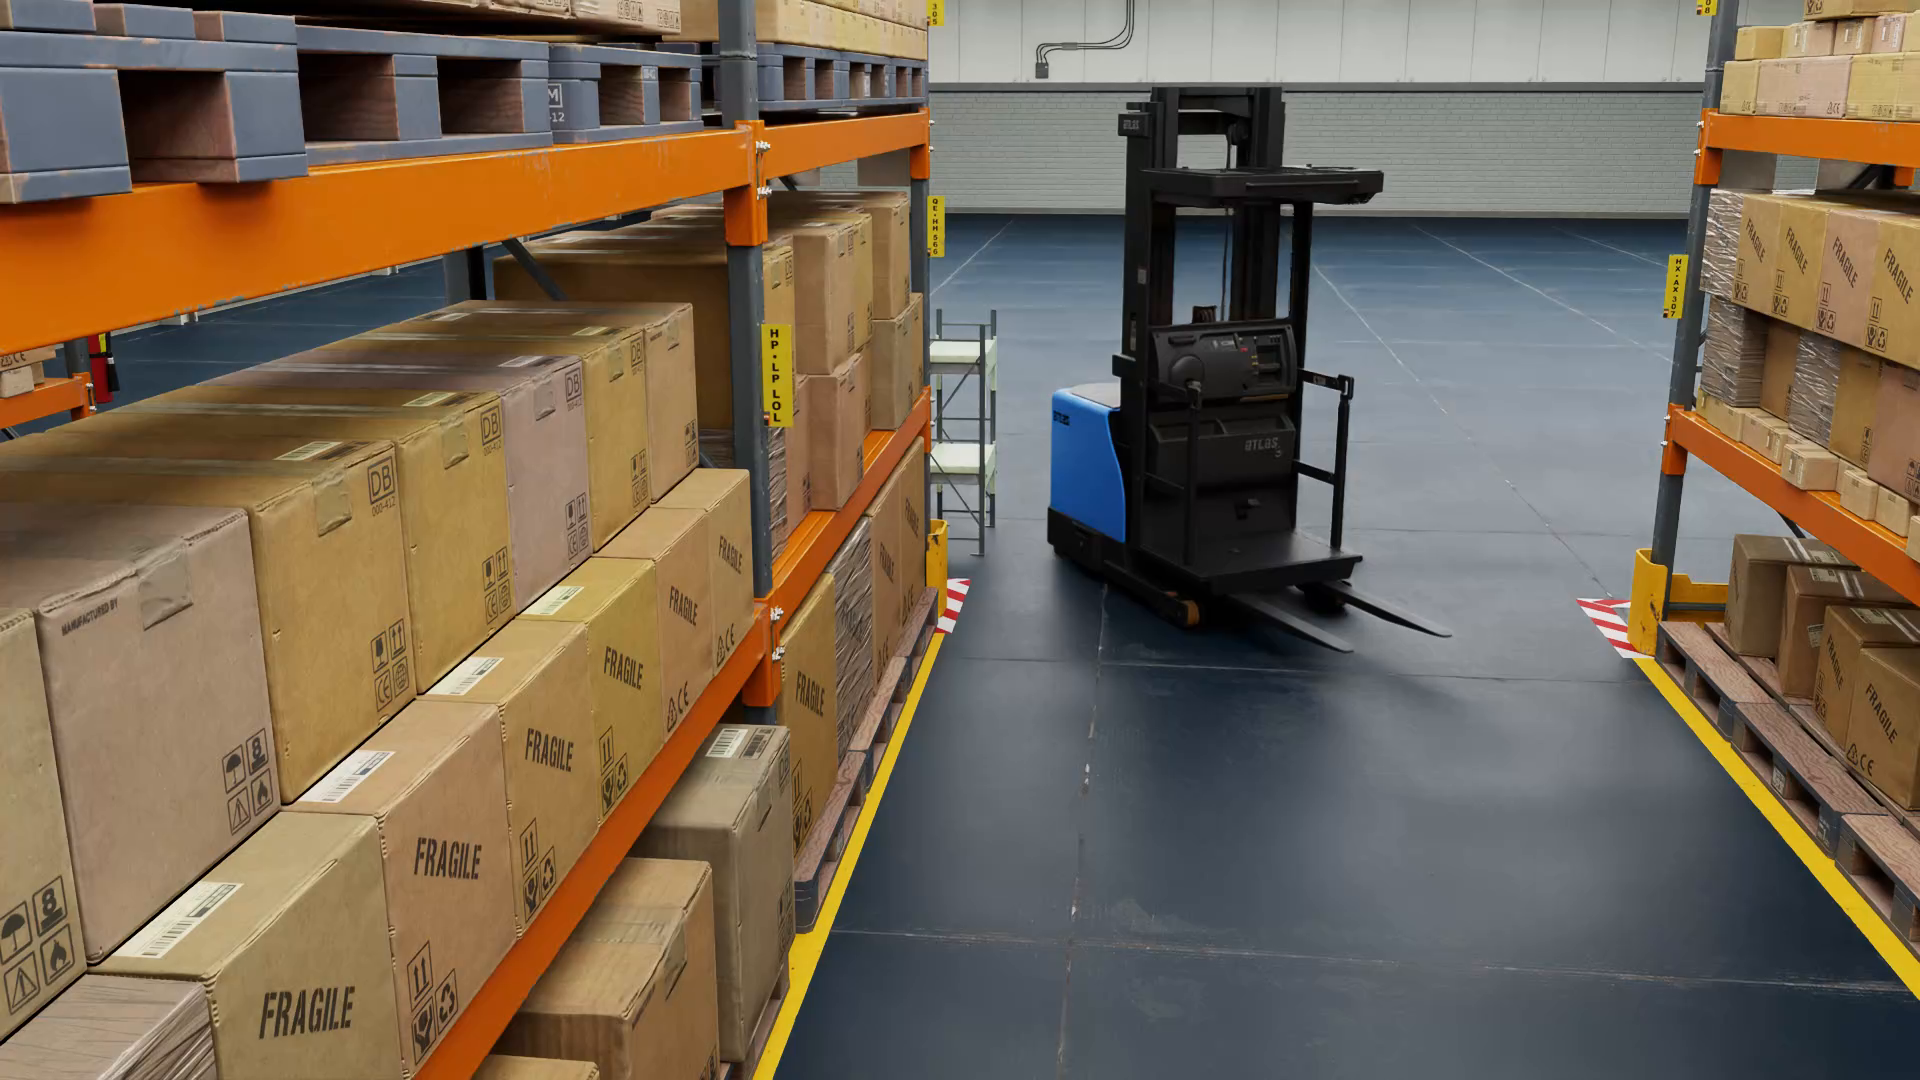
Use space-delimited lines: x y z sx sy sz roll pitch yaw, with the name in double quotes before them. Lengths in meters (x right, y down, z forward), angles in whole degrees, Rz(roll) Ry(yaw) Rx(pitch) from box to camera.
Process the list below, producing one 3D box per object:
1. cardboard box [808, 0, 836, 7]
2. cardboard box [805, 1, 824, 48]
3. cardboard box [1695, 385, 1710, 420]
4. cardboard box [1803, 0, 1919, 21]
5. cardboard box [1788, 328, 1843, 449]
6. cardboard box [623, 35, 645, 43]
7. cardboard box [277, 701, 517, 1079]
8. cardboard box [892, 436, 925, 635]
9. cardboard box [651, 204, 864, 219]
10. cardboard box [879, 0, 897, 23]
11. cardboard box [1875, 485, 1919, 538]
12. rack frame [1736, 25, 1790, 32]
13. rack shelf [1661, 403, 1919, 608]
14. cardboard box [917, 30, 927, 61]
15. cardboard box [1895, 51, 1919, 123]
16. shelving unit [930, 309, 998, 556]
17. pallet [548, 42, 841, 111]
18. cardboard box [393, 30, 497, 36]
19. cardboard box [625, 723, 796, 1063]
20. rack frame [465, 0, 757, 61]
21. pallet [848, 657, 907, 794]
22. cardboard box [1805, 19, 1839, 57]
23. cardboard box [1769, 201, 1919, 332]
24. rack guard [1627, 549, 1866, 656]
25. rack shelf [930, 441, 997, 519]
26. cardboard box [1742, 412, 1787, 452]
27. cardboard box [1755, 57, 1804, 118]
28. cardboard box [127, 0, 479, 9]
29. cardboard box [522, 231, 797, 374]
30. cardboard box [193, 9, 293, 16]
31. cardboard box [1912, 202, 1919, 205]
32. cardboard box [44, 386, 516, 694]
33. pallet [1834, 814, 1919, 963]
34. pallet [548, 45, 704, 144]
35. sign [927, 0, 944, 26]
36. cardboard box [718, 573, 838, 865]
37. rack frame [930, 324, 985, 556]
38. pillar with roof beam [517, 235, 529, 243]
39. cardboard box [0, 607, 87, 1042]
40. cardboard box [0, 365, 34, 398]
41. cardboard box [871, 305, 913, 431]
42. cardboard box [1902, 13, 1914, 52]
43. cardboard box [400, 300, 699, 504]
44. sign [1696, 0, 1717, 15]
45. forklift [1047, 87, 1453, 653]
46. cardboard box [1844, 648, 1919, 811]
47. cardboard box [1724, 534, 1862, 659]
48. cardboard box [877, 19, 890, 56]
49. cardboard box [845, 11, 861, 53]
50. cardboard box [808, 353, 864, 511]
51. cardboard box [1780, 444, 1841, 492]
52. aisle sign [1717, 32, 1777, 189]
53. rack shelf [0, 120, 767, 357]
"cardboard box" -0.734 -2.032 5.905 0.500 0.250 0.500 2 15 6
"cardboard box" -0.687 -1.806 5.834 0.380 0.149 0.250 2 15 6
"cardboard box" 3.977 -0.689 8.445 0.380 0.149 0.250 2 15 6
"cardboard box" 3.810 -2.381 6.757 0.500 0.500 0.500 2 15 6
"cardboard box" 4.120 -0.666 7.116 0.875 0.500 0.500 2 15 6
"cardboard box" -1.343 -1.826 5.908 0.380 0.149 0.250 2 15 7
"cardboard box" -1.143 0.606 2.984 0.500 0.500 0.500 2 15 6
"cardboard box" -0.682 -0.049 8.862 0.875 0.875 0.875 2 15 7
"cardboard box" -0.920 -1.262 7.725 0.875 0.550 0.550 2 15 6
"cardboard box" -0.563 -2.425 7.358 0.500 0.250 0.500 2 15 6
"cardboard box" 3.717 -0.106 6.288 0.380 0.149 0.250 2 15 6
"rack frame" 4.243 -3.773 7.877 0.949 2.616 0.053 2 15 6
"rack shelf" 4.020 -0.011 6.836 1.077 0.370 4.000 2 15 6
"cardboard box" -0.372 -2.531 8.515 0.380 0.149 0.250 2 15 6
"cardboard box" 3.708 -1.609 5.906 0.500 0.250 0.500 2 15 6
"shelving unit" 0.001 -0.726 10.973 0.431 1.500 0.755 2 15 6
"pallet" -1.020 -1.629 5.864 1.003 0.211 1.213 2 15 6
"cardboard box" -1.439 -1.497 4.467 0.258 0.266 0.396 1 15 5
"cardboard box" -1.103 1.035 5.094 1.050 0.750 0.750 2 15 6
"rack frame" -1.122 -2.908 4.677 1.000 3.000 0.127 2 15 6
"pallet" -0.824 0.822 7.719 1.003 0.211 1.213 2 15 6
"cardboard box" 3.821 -2.116 7.017 0.380 0.149 0.250 2 15 6
"cardboard box" 3.795 -1.158 7.021 0.500 0.500 0.500 2 15 6
"rack guard" 4.237 0.349 8.913 1.175 0.500 0.348 2 15 6
"rack shelf" 0.001 -0.411 11.058 0.431 0.370 0.720 2 15 6
"cardboard box" 3.879 -0.495 7.727 0.380 0.149 0.250 2 15 6
"cardboard box" 3.883 -2.002 7.359 0.500 0.250 0.500 1 15 5
"cardboard box" -1.159 -1.075 2.819 0.500 0.311 0.500 1 15 5
"cardboard box" -1.100 -0.847 6.190 0.875 0.550 0.550 2 15 6
"cardboard box" -1.544 -1.167 3.247 0.396 0.266 0.258 2 15 6
"cardboard box" 4.320 -1.142 6.964 0.500 0.500 0.500 2 15 6
"cardboard box" -1.344 -0.019 3.378 0.700 0.500 0.500 2 15 6
"pallet" 3.835 1.331 5.835 1.003 0.211 1.213 2 15 6
"pallet" -1.177 -1.129 4.209 0.805 0.209 1.217 1 15 4
"sign" -0.133 -2.867 8.728 0.100 0.325 0.005 2 15 6
"cardboard box" -0.982 0.650 6.279 0.875 0.875 0.875 2 15 7
"rack frame" -0.041 -0.631 10.622 0.400 1.500 0.023 2 15 6
"pillar with roof beam" -4.522 -10.154 31.475 9.100 9.000 0.400 2 15 6
"cardboard box" -1.513 0.378 1.910 0.700 0.500 0.500 2 15 6
"cardboard box" -5.349 -0.876 9.135 0.380 0.149 0.250 2 15 6
"cardboard box" -0.708 -0.881 8.387 0.875 0.550 0.550 2 15 6
"cardboard box" 3.806 -1.910 6.256 0.380 0.149 0.250 1 15 4
"cardboard box" -1.173 -0.414 4.840 0.700 0.500 0.500 1 15 5
"sign" 3.707 -2.763 8.213 0.100 0.325 0.005 2 15 6
"forklift" 1.618 -1.041 9.398 1.130 2.935 3.031 -6 16 -23
"cardboard box" 3.928 0.749 6.628 0.500 0.500 0.500 0 15 1
"cardboard box" 4.159 0.288 8.334 0.500 0.500 0.500 5 16 17
"cardboard box" -0.516 -2.202 7.296 0.380 0.149 0.250 2 15 7
"cardboard box" -0.602 -2.005 6.568 0.380 0.149 0.250 2 15 6
"cardboard box" -0.875 -0.461 6.831 0.875 0.550 0.550 2 15 6
"cardboard box" 3.711 -0.303 7.017 0.380 0.149 0.250 2 15 6
"aisle sign" 3.955 -2.157 8.413 0.394 0.787 0.004 2 15 6
"rack shelf" -1.348 -0.594 3.245 1.077 0.370 4.000 2 15 6
